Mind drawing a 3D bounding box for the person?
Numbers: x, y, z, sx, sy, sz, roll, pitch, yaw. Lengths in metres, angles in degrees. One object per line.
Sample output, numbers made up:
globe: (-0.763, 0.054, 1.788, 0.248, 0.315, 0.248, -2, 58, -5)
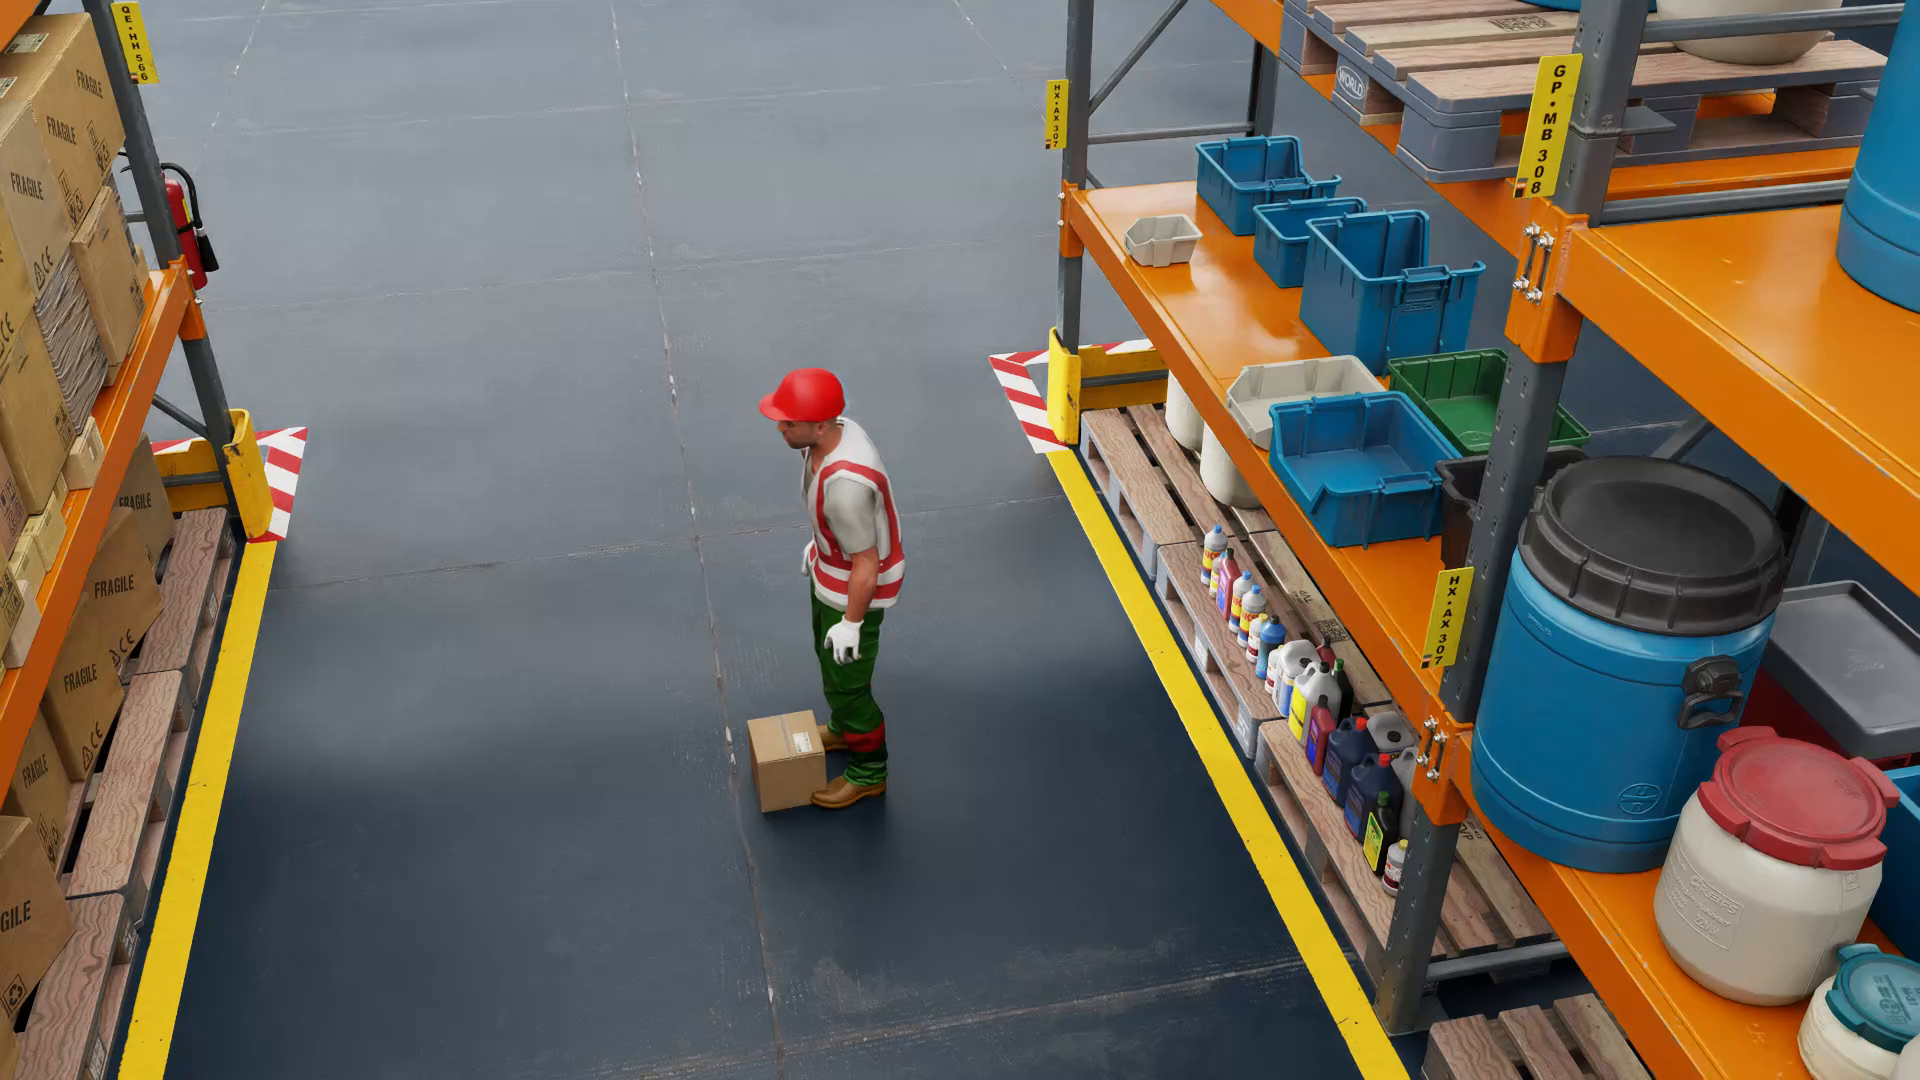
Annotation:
person: (-0.435, 0.167, 5.882, 0.456, 1.778, 0.615, -8, 35, -11)
